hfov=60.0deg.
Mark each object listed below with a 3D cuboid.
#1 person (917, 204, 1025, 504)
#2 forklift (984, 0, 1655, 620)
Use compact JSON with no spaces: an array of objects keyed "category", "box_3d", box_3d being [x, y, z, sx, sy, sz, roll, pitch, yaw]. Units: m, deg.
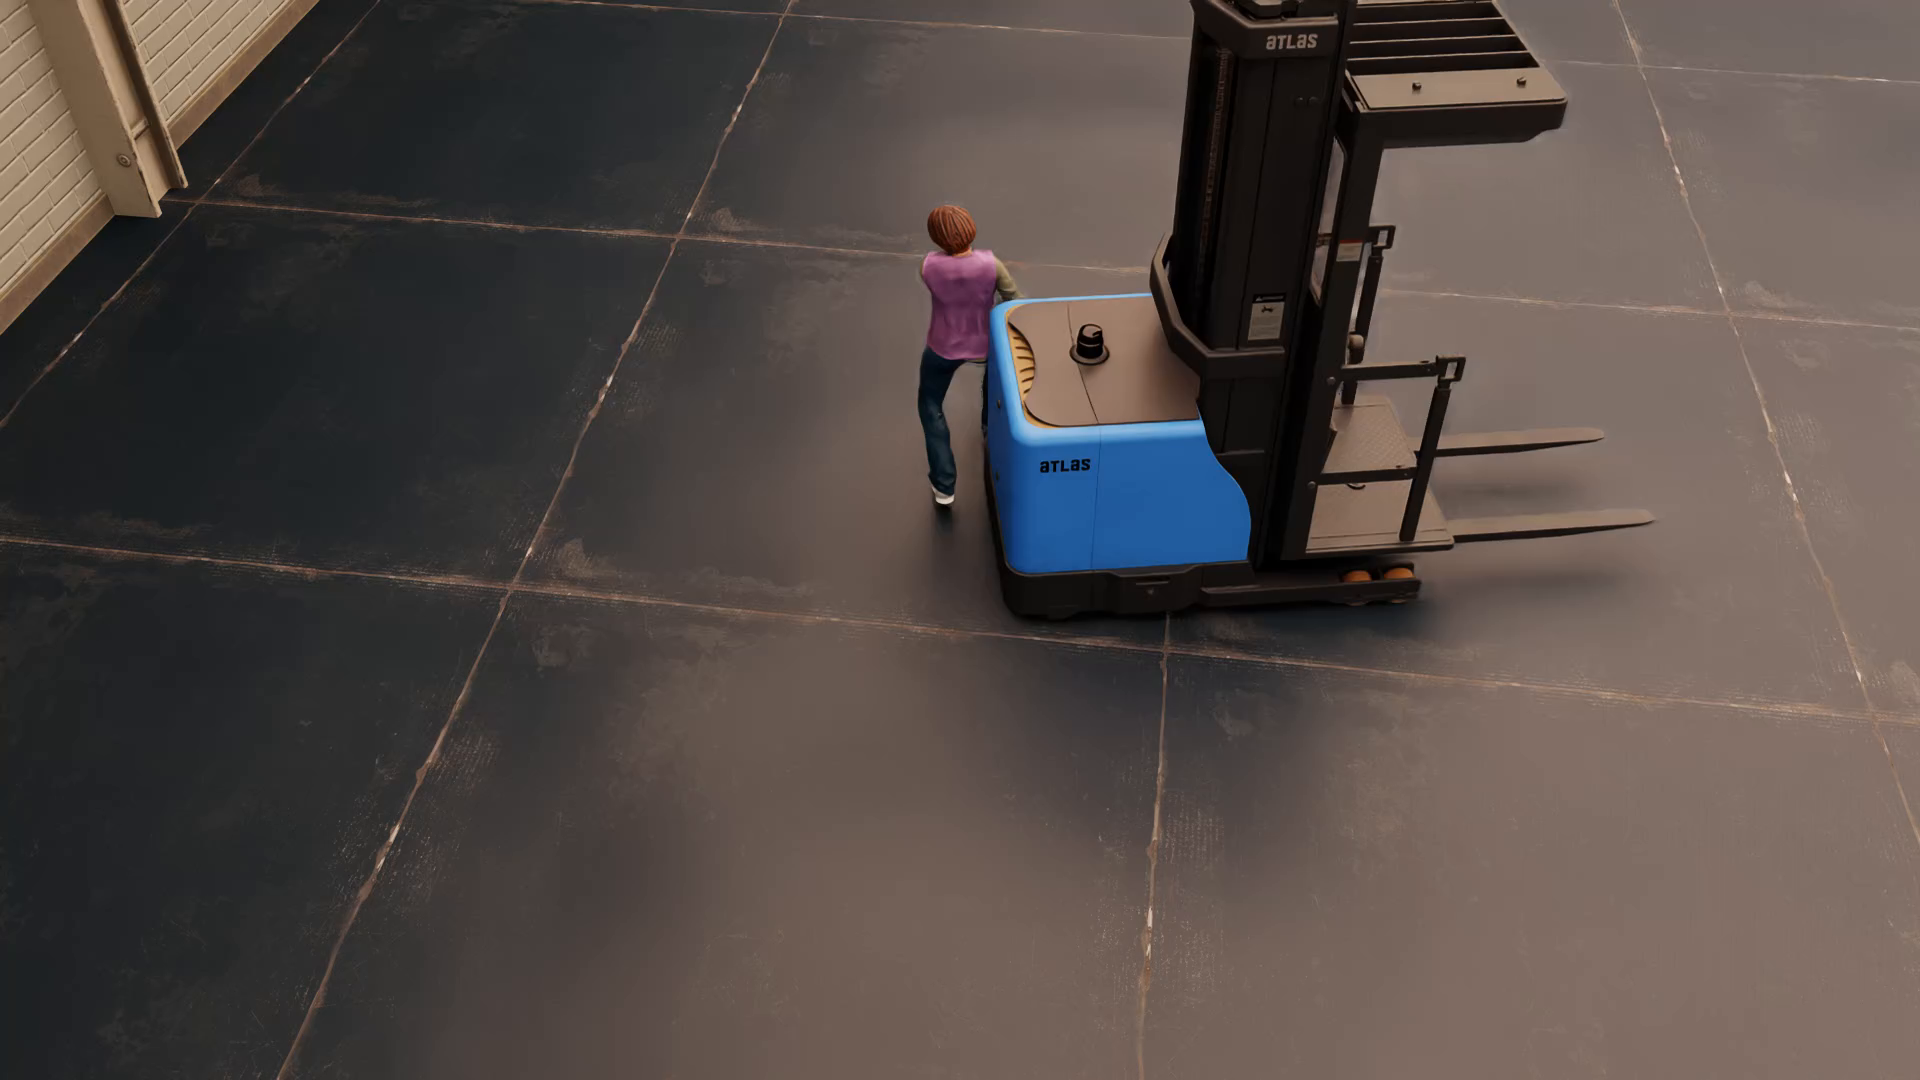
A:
[{"category":"person","box_3d":[0.078,-0.959,7.828,0.593,1.502,0.787,-7,43,-7]},{"category":"forklift","box_3d":[1.666,-1.135,6.960,3.031,2.935,1.130,-4,43,-4]}]
